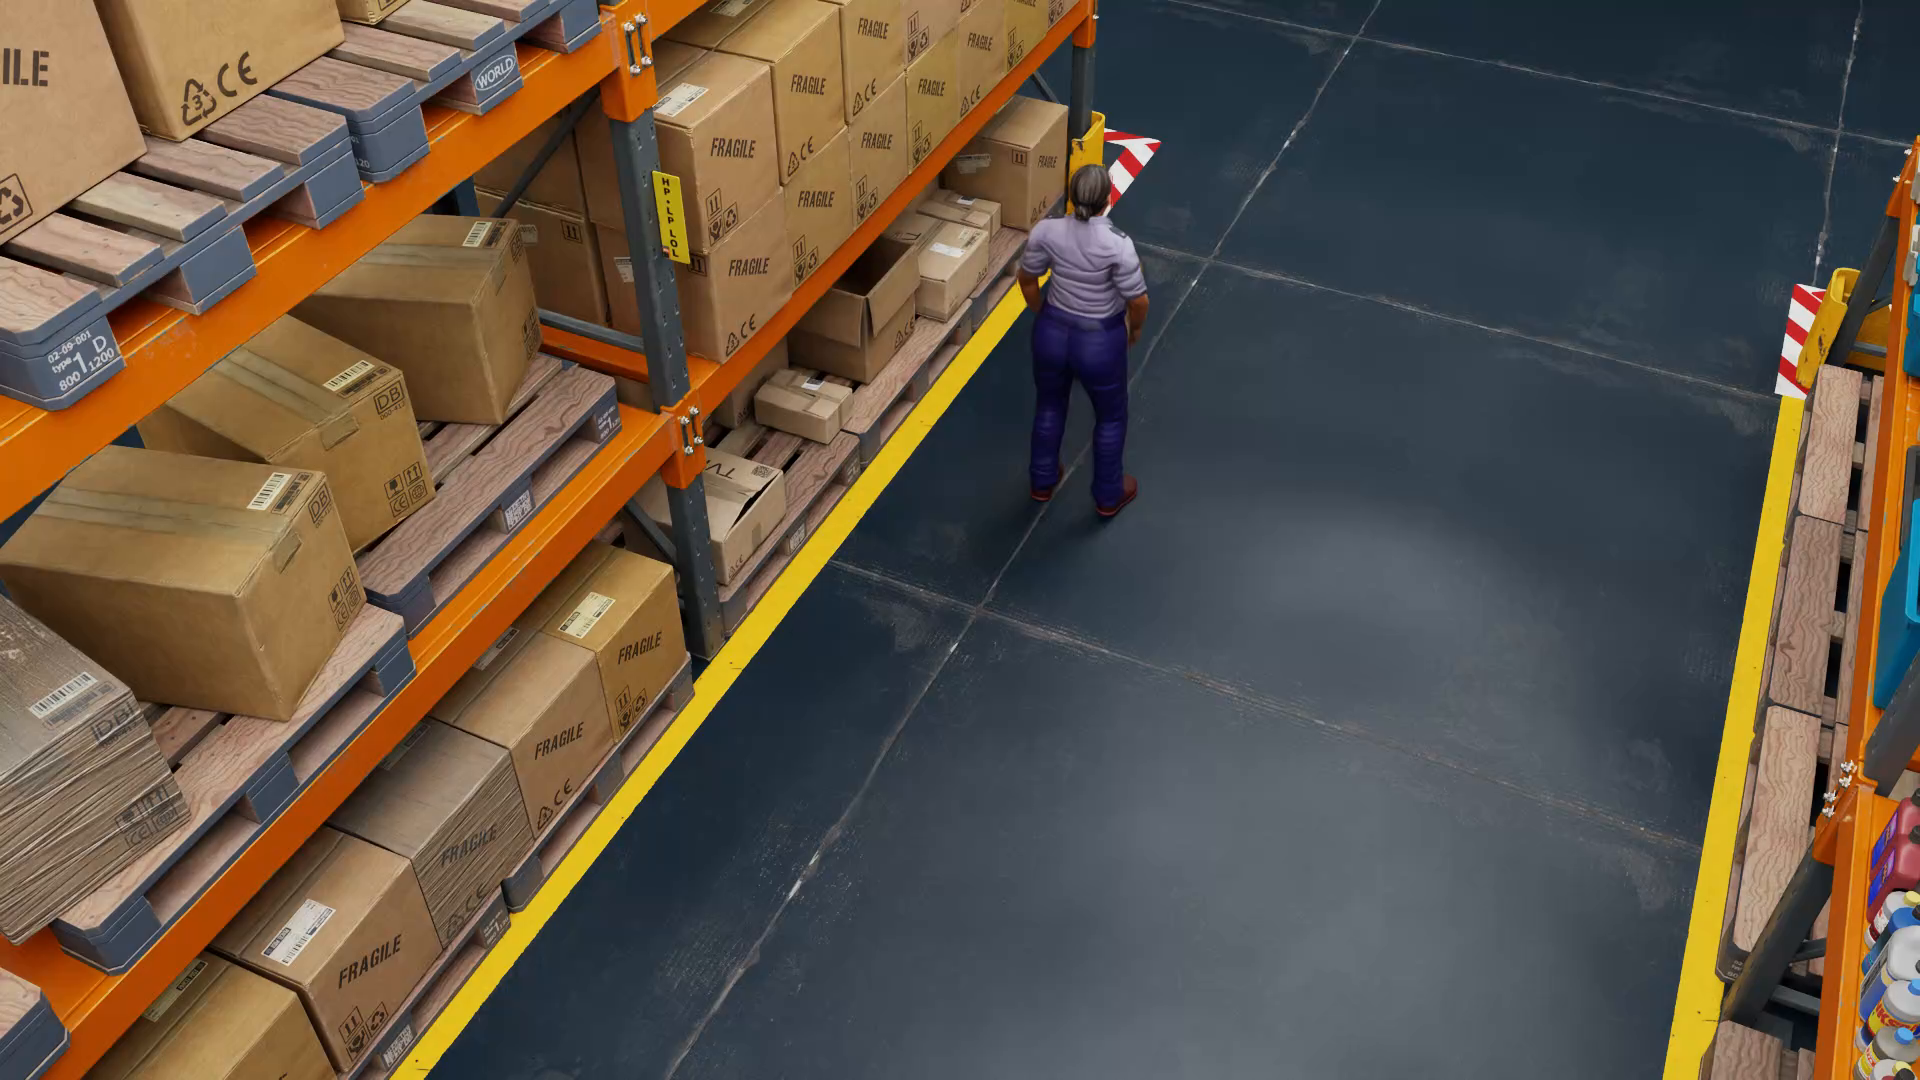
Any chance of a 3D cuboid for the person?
[{"bbox_3d":[0.525,-0.860,7.116,0.574,1.644,0.384,18,45,19],"label":"person"}]
